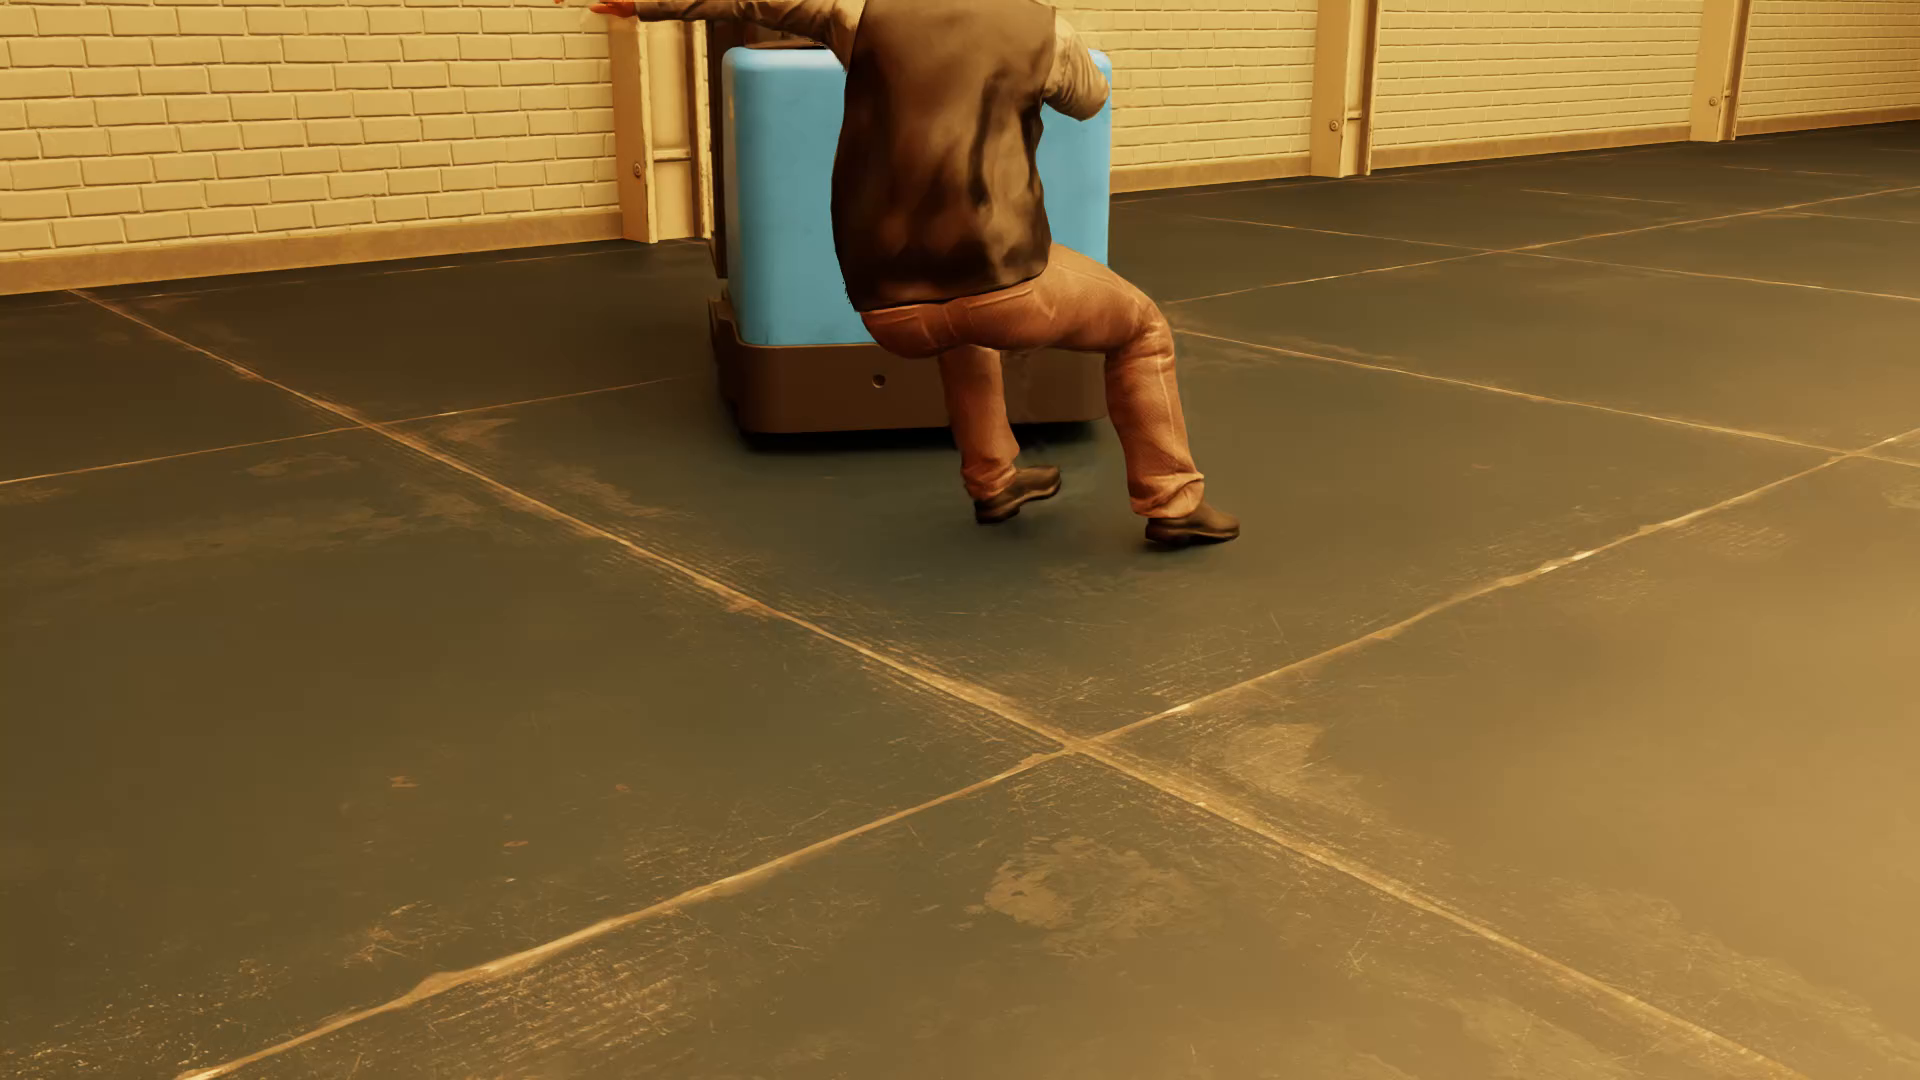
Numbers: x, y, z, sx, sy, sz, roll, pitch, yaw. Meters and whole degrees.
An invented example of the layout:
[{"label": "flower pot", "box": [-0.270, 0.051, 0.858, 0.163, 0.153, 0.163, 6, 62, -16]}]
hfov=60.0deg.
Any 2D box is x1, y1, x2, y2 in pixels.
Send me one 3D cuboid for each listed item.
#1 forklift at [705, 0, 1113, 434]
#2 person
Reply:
[{"label": "forklift", "box": [-0.334, -2.086, 5.609, 1.130, 2.935, 3.031, -3, 18, -9]}, {"label": "person", "box": [-0.101, -0.654, 3.631, 1.467, 1.408, 0.712, 3, 18, 11]}]
